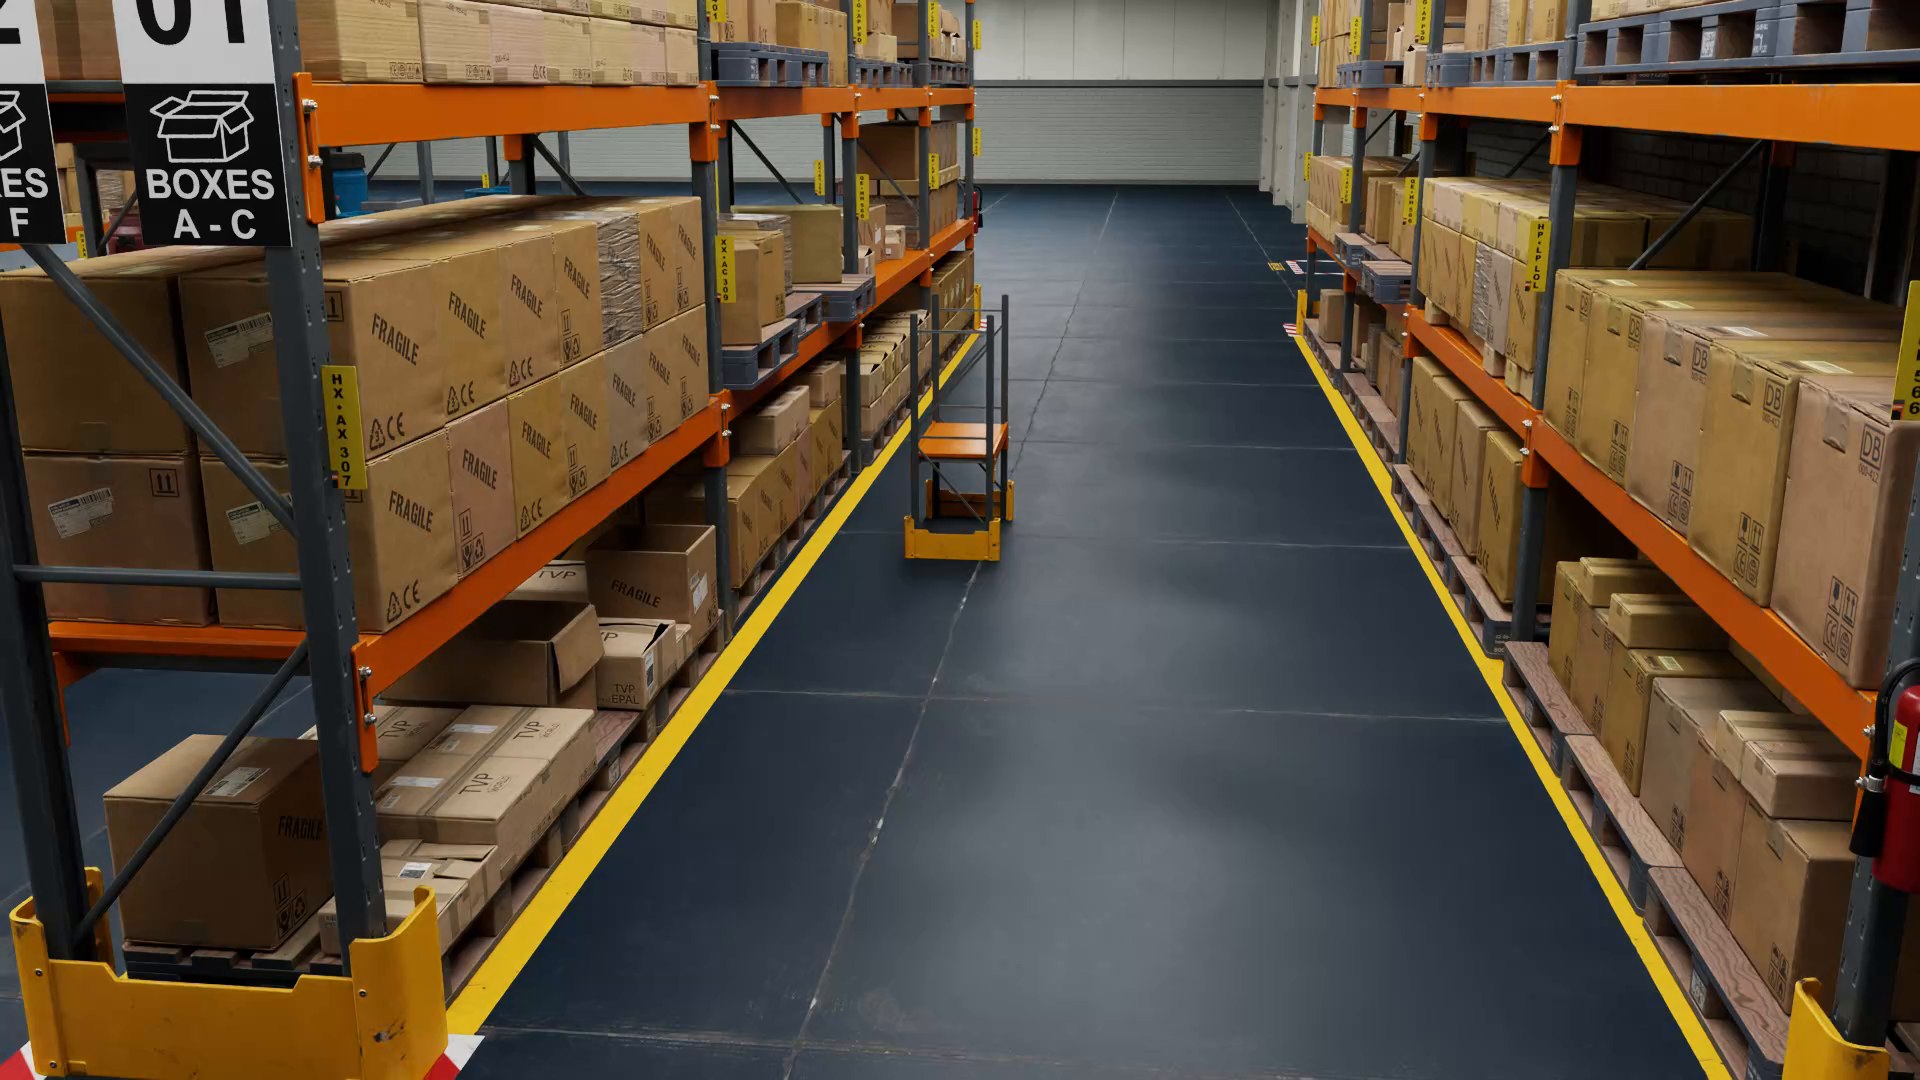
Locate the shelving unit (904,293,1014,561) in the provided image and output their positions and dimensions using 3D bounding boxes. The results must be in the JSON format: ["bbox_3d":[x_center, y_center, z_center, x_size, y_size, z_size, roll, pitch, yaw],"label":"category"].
[{"bbox_3d":[0.009,-0.744,10.539,0.587,1.500,1.083,2,15,6],"label":"shelving unit"}]

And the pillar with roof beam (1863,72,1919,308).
[{"bbox_3d":[-0.271,-3.598,6.729,9.100,9.000,0.400,2,15,6],"label":"pillar with roof beam"}]

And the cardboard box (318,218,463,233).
[{"bbox_3d":[-2.203,-0.943,6.296,0.500,0.500,0.500,2,15,8],"label":"cardboard box"}]

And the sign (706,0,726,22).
[{"bbox_3d":[-1.157,-2.611,7.834,0.100,0.325,0.005,2,15,6],"label":"sign"}]

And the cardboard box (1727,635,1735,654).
[{"bbox_3d":[3.137,0.338,6.406,0.380,0.149,0.250,2,15,7],"label":"cardboard box"}]

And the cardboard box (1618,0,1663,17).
[{"bbox_3d":[2.814,-2.106,6.247,0.500,0.250,0.500,1,15,5],"label":"cardboard box"}]

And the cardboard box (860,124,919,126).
[{"bbox_3d":[-0.694,-3.923,16.746,0.700,0.500,0.500,2,15,6],"label":"cardboard box"}]

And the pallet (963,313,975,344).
[{"bbox_3d":[-0.387,-2.494,19.480,1.003,0.211,1.213,2,15,6],"label":"pallet"}]

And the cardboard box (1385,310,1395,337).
[{"bbox_3d":[4.016,-1.919,14.522,0.500,0.250,0.500,1,15,5],"label":"cardboard box"}]

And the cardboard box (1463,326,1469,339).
[{"bbox_3d":[3.292,-1.295,10.148,0.380,0.149,0.250,2,15,7],"label":"cardboard box"}]

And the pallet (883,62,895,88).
[{"bbox_3d":[-1.134,-3.790,13.548,1.003,0.211,1.213,2,15,9],"label":"pallet"}]

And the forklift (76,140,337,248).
[{"bbox_3d":[-4.750,-1.514,10.646,3.031,2.935,1.130,9,17,29],"label":"forklift"}]

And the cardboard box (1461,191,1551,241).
[{"bbox_3d":[3.206,-1.871,9.599,0.500,0.250,0.500,1,15,5],"label":"cardboard box"}]

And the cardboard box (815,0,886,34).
[{"bbox_3d":[-0.944,-4.635,14.357,0.500,0.500,0.500,3,15,12],"label":"cardboard box"}]

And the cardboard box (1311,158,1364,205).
[{"bbox_3d":[4.162,-3.951,18.339,0.500,0.500,0.500,2,15,6],"label":"cardboard box"}]

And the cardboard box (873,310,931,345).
[{"bbox_3d":[-0.555,-2.035,15.829,0.500,0.311,0.500,2,15,6],"label":"cardboard box"}]

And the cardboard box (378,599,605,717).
[{"bbox_3d":[-1.904,0.553,6.810,0.797,0.503,0.637,2,15,6],"label":"cardboard box"}]

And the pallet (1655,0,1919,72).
[{"bbox_3d":[2.983,-1.660,5.478,1.003,0.211,1.213,2,15,6],"label":"pallet"}]

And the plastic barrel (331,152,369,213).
[{"bbox_3d":[-6.060,-3.300,16.158,0.600,0.901,0.708,2,15,6],"label":"plastic barrel"}]

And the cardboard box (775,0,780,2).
[{"bbox_3d":[-1.416,-3.566,10.250,0.500,0.500,0.500,2,15,6],"label":"cardboard box"}]

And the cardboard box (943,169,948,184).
[{"bbox_3d":[-0.341,-3.960,18.127,0.380,0.149,0.250,2,15,8],"label":"cardboard box"}]

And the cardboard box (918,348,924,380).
[{"bbox_3d":[-0.612,-1.630,15.408,0.500,0.250,0.500,1,15,5],"label":"cardboard box"}]

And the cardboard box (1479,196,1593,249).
[{"bbox_3d":[3.149,-1.739,9.111,0.500,0.250,0.500,2,15,7],"label":"cardboard box"}]

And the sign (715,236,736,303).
[{"bbox_3d":[-1.157,-1.331,8.180,0.100,0.325,0.005,2,15,6],"label":"sign"}]

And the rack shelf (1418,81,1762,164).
[{"bbox_3d":[3.451,-2.402,9.429,1.077,0.370,4.000,2,15,6],"label":"rack shelf"}]

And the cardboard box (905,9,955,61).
[{"bbox_3d":[-0.483,-5.194,17.105,0.797,0.503,0.637,3,16,12],"label":"cardboard box"}]

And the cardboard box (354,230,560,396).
[{"bbox_3d":[-1.723,-0.793,5.743,0.500,0.500,0.500,2,15,7],"label":"cardboard box"}]

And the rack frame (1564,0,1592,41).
[{"bbox_3d":[3.226,-3.678,7.025,1.000,3.000,0.127,2,15,6],"label":"rack frame"}]

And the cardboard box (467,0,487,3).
[{"bbox_3d":[-1.768,-1.762,5.014,0.500,0.250,0.500,2,15,6],"label":"cardboard box"}]

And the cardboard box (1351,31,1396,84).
[{"bbox_3d":[3.940,-4.502,15.588,0.500,0.500,0.500,2,15,8],"label":"cardboard box"}]

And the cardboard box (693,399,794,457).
[{"bbox_3d":[-1.287,-0.673,9.912,0.500,0.250,0.500,2,15,6],"label":"cardboard box"}]

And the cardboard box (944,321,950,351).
[{"bbox_3d":[-0.379,-2.118,17.213,0.500,0.250,0.500,2,15,6],"label":"cardboard box"}]

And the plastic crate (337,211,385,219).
[{"bbox_3d":[-5.531,-2.846,15.471,0.392,0.384,0.575,2,15,6],"label":"plastic crate"}]

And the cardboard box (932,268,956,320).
[{"bbox_3d":[-0.318,-2.610,17.594,0.500,0.500,0.500,2,15,6],"label":"cardboard box"}]

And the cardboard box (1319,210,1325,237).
[{"bbox_3d":[4.042,-3.317,17.430,0.500,0.250,0.500,2,15,7],"label":"cardboard box"}]

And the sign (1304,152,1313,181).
[{"bbox_3d":[4.041,-4.328,19.264,0.100,0.325,0.005,2,15,6],"label":"sign"}]

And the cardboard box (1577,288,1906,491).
[{"bbox_3d":[3.060,-0.598,6.551,0.980,0.700,0.700,1,15,5],"label":"cardboard box"}]

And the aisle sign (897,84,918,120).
[{"bbox_3d":[-0.640,-5.320,19.611,0.394,0.787,0.004,2,15,6],"label":"aisle sign"}]

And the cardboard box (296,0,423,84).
[{"bbox_3d":[-1.837,-1.391,4.601,0.500,0.250,0.500,2,15,6],"label":"cardboard box"}]

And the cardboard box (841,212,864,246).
[{"bbox_3d":[-1.072,-2.449,13.779,0.500,0.500,0.500,1,15,3],"label":"cardboard box"}]

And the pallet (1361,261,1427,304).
[{"bbox_3d":[3.652,-1.915,12.365,1.213,0.211,1.003,2,15,6],"label":"pallet"}]

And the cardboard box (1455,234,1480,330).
[{"bbox_3d":[3.192,-1.503,9.675,0.500,0.500,0.500,2,15,8],"label":"cardboard box"}]

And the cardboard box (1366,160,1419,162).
[{"bbox_3d":[4.617,-3.801,17.784,0.500,0.500,0.500,1,15,5],"label":"cardboard box"}]

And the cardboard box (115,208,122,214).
[{"bbox_3d":[-10.131,-3.872,19.715,0.380,0.149,0.250,2,15,6],"label":"cardboard box"}]

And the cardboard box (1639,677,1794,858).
[{"bbox_3d":[2.866,0.814,5.888,0.700,0.500,0.500,1,15,4],"label":"cardboard box"}]

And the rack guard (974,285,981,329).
[{"bbox_3d":[-0.340,-2.839,20.204,1.175,0.500,0.348,2,15,6],"label":"rack guard"}]

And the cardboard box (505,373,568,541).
[{"bbox_3d":[-1.724,-0.309,5.868,0.500,0.500,0.500,2,15,6],"label":"cardboard box"}]

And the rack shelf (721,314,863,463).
[{"bbox_3d":[-1.471,-1.099,10.357,1.077,0.370,4.000,2,15,6],"label":"rack shelf"}]

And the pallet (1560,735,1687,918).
[{"bbox_3d":[2.927,1.076,6.278,1.003,0.211,1.213,2,15,6],"label":"pallet"}]

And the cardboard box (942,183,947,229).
[{"bbox_3d":[-0.524,-3.702,18.415,0.700,0.500,0.500,2,15,7],"label":"cardboard box"}]

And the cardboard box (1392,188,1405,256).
[{"bbox_3d":[3.839,-2.526,13.224,0.700,0.500,0.500,2,15,6],"label":"cardboard box"}]

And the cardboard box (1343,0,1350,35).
[{"bbox_3d":[3.967,-5.127,15.984,0.500,0.500,0.500,3,15,9],"label":"cardboard box"}]

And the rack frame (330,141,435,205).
[{"bbox_3d":[-5.715,-3.149,16.561,1.000,3.000,0.127,2,15,6],"label":"rack frame"}]

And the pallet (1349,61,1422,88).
[{"bbox_3d":[3.839,-3.788,13.539,1.213,0.211,1.003,2,15,6],"label":"pallet"}]

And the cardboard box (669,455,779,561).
[{"bbox_3d":[-1.351,-0.190,9.564,0.500,0.500,0.500,2,15,7],"label":"cardboard box"}]
